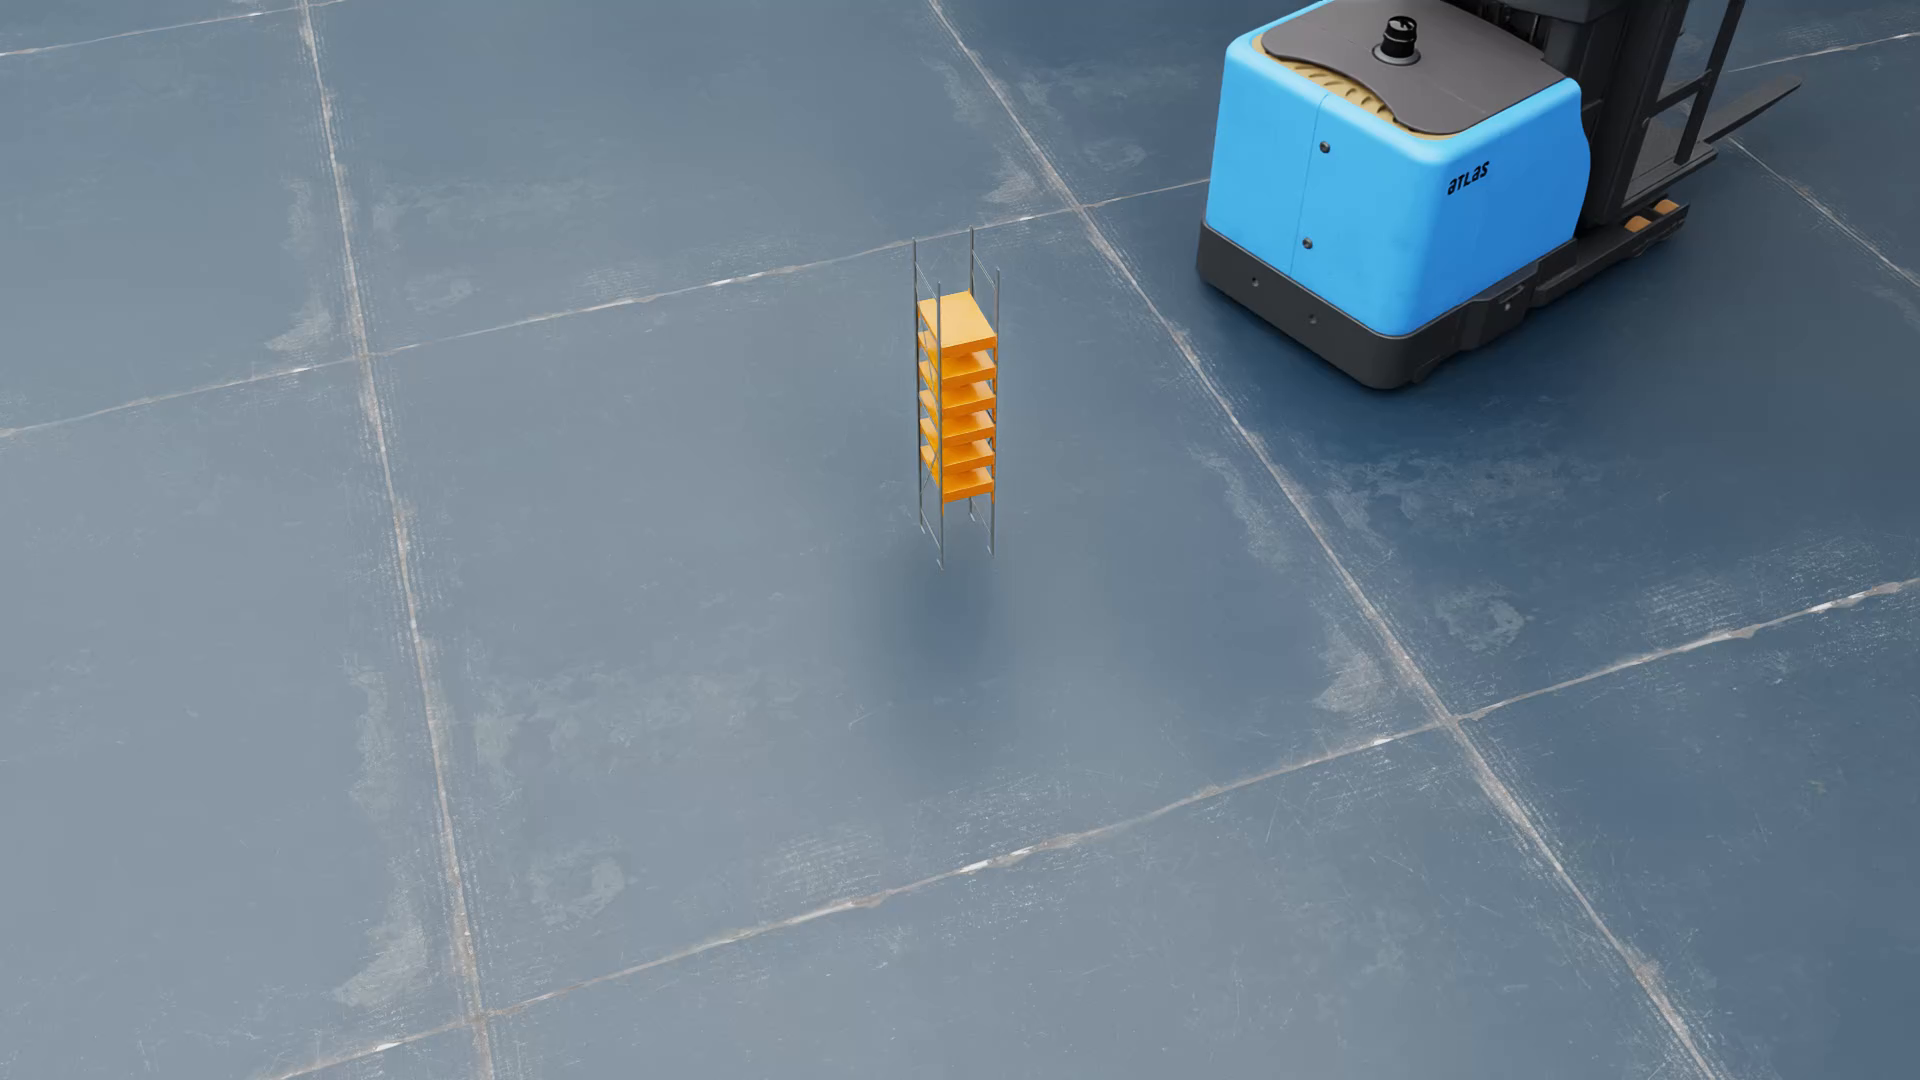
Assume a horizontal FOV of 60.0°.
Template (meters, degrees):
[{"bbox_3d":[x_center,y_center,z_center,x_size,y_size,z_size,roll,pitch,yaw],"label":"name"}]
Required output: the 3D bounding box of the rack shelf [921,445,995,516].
[{"bbox_3d":[-0.014,-0.219,5.523,0.180,0.103,0.258,-14,47,-14],"label":"rack shelf"}]

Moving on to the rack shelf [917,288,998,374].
[{"bbox_3d":[-0.014,-0.643,5.098,0.180,0.103,0.258,-14,47,-14],"label":"rack shelf"}]

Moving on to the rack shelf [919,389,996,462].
[{"bbox_3d":[-0.014,-0.389,5.353,0.180,0.103,0.258,-14,47,-14],"label":"rack shelf"}]

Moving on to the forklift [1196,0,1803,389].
[{"bbox_3d":[2.422,-2.476,6.149,3.031,2.935,1.130,-30,52,-26],"label":"forklift"}]

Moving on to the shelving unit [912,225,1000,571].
[{"bbox_3d":[-0.014,-0.420,5.322,0.189,1.200,0.258,-14,47,-14],"label":"shelving unit"}]

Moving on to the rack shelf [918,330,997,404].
[{"bbox_3d":[-0.014,-0.558,5.183,0.180,0.103,0.258,-14,47,-14],"label":"rack shelf"}]

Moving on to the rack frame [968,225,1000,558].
[{"bbox_3d":[0.072,-0.442,5.343,0.006,1.200,0.240,-14,47,-14],"label":"rack frame"}]

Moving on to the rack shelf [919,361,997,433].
[{"bbox_3d":[-0.014,-0.473,5.268,0.180,0.103,0.258,-14,47,-14],"label":"rack shelf"}]

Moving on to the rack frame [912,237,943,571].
[{"bbox_3d":[-0.100,-0.398,5.300,0.006,1.200,0.240,-14,47,-14],"label":"rack frame"}]

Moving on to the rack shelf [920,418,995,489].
[{"bbox_3d":[-0.014,-0.304,5.438,0.180,0.103,0.258,-14,47,-14],"label":"rack shelf"}]
